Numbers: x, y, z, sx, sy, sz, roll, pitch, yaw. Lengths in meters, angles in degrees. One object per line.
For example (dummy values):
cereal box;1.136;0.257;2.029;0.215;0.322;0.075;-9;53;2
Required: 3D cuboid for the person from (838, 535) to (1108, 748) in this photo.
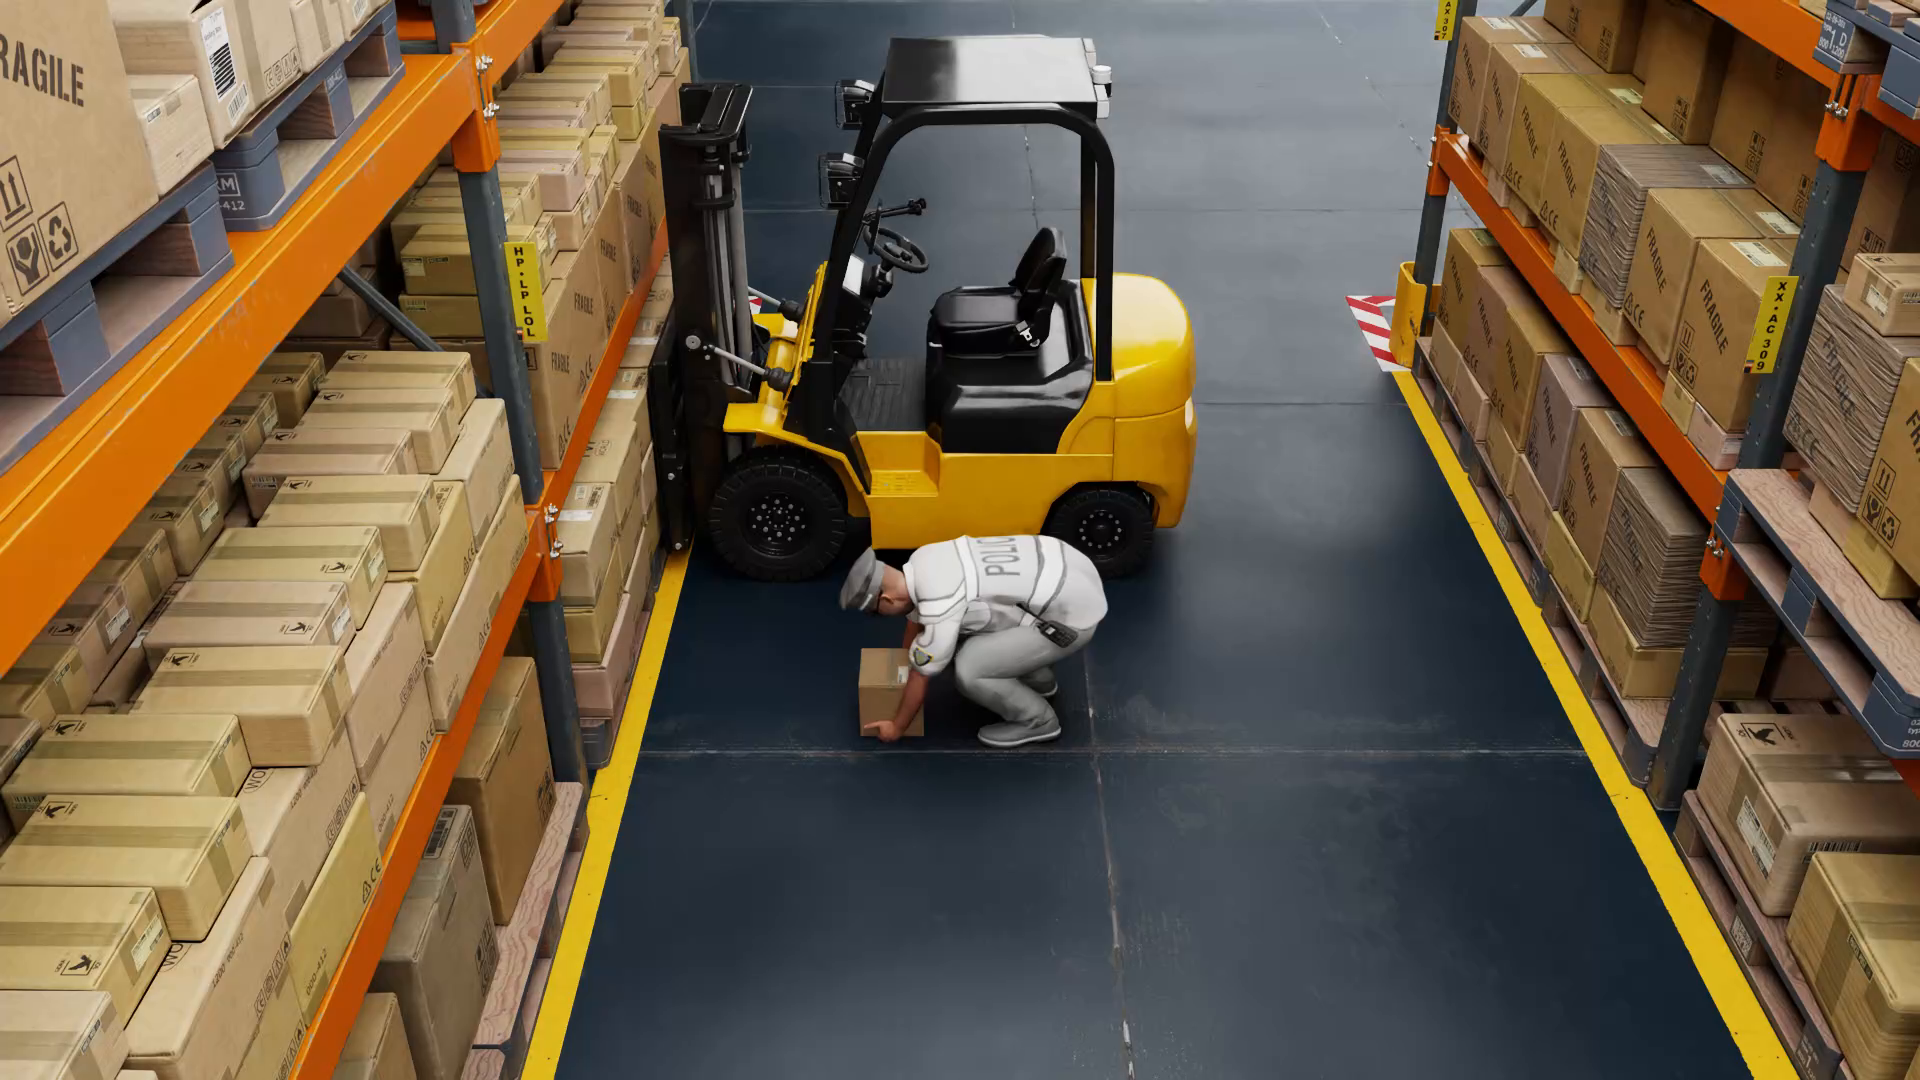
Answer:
person;0.048;0.376;6.453;1.026;0.813;0.531;-1;31;-1
